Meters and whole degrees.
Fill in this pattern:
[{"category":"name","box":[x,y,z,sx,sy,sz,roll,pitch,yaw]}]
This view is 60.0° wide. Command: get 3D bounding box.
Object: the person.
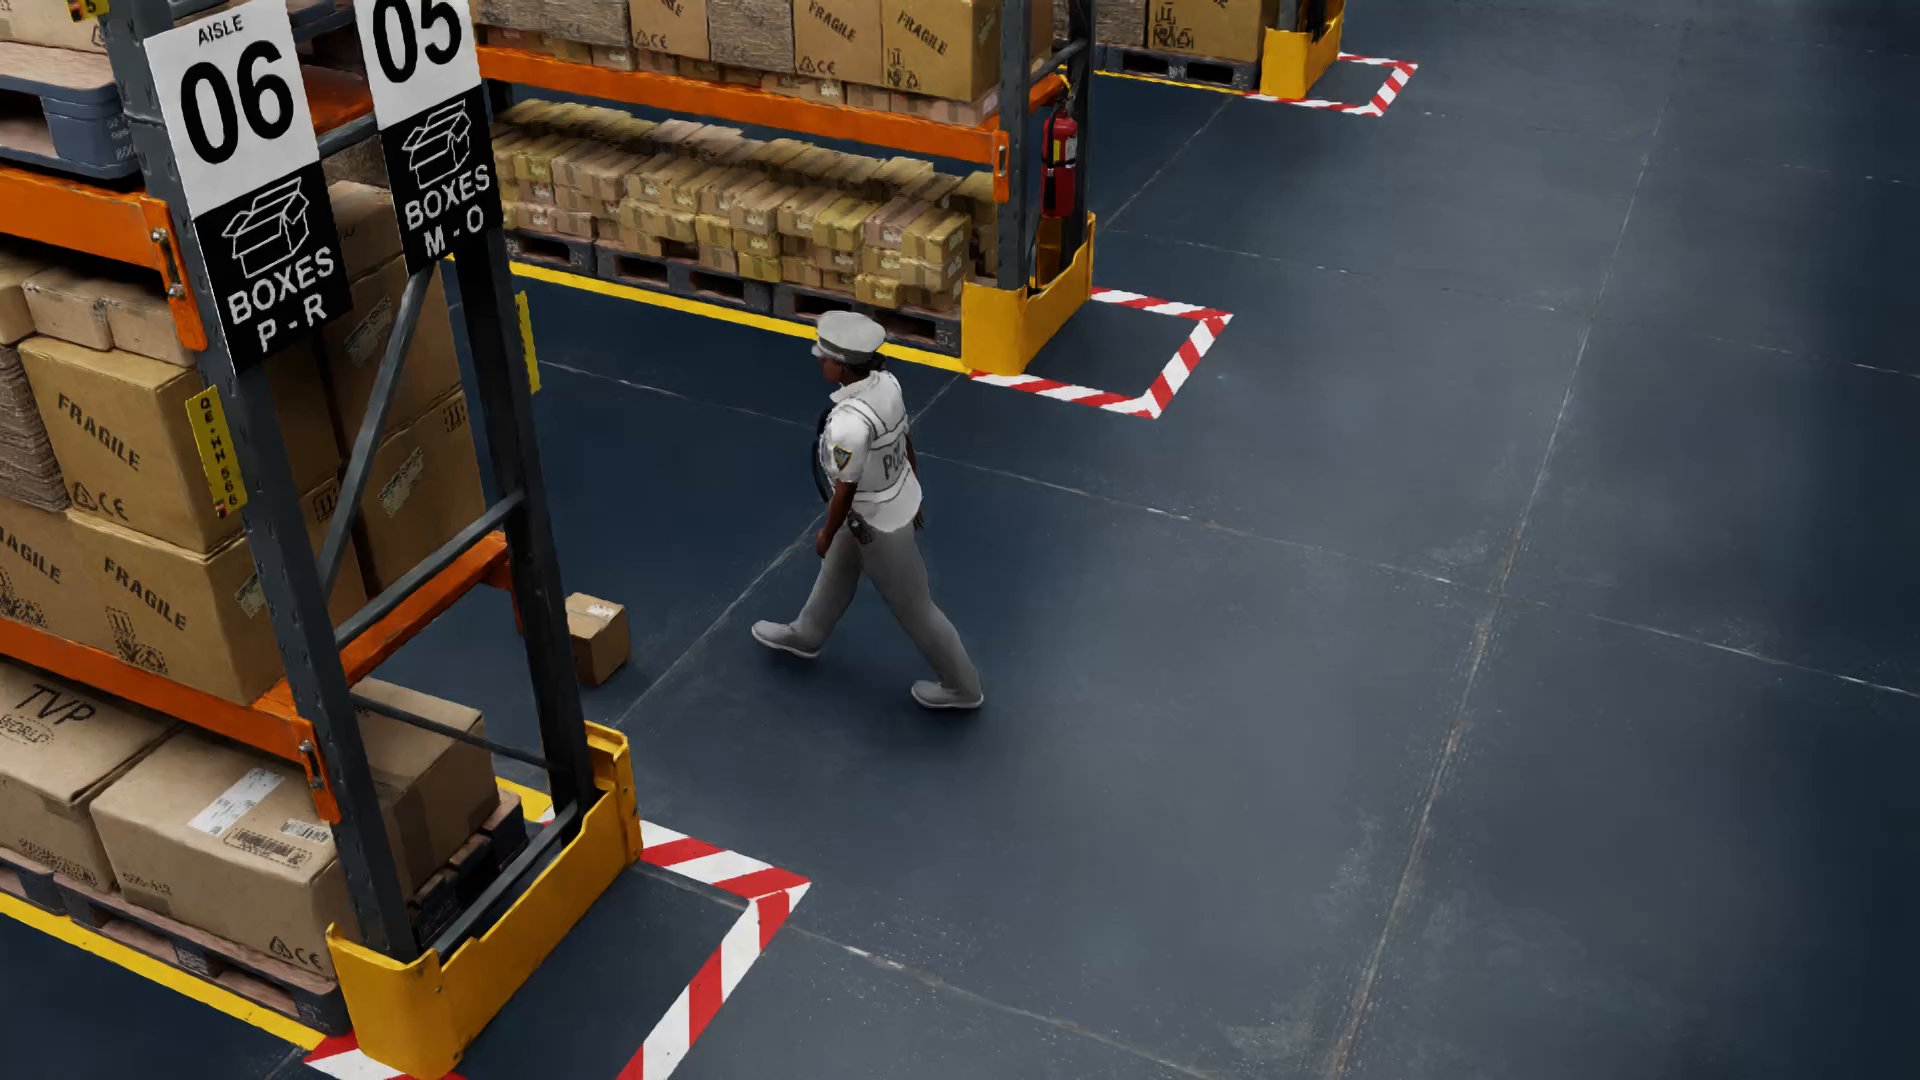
[{"category":"person","box":[-0.384,-0.109,6.296,1.006,1.594,0.456,6,34,9]}]
